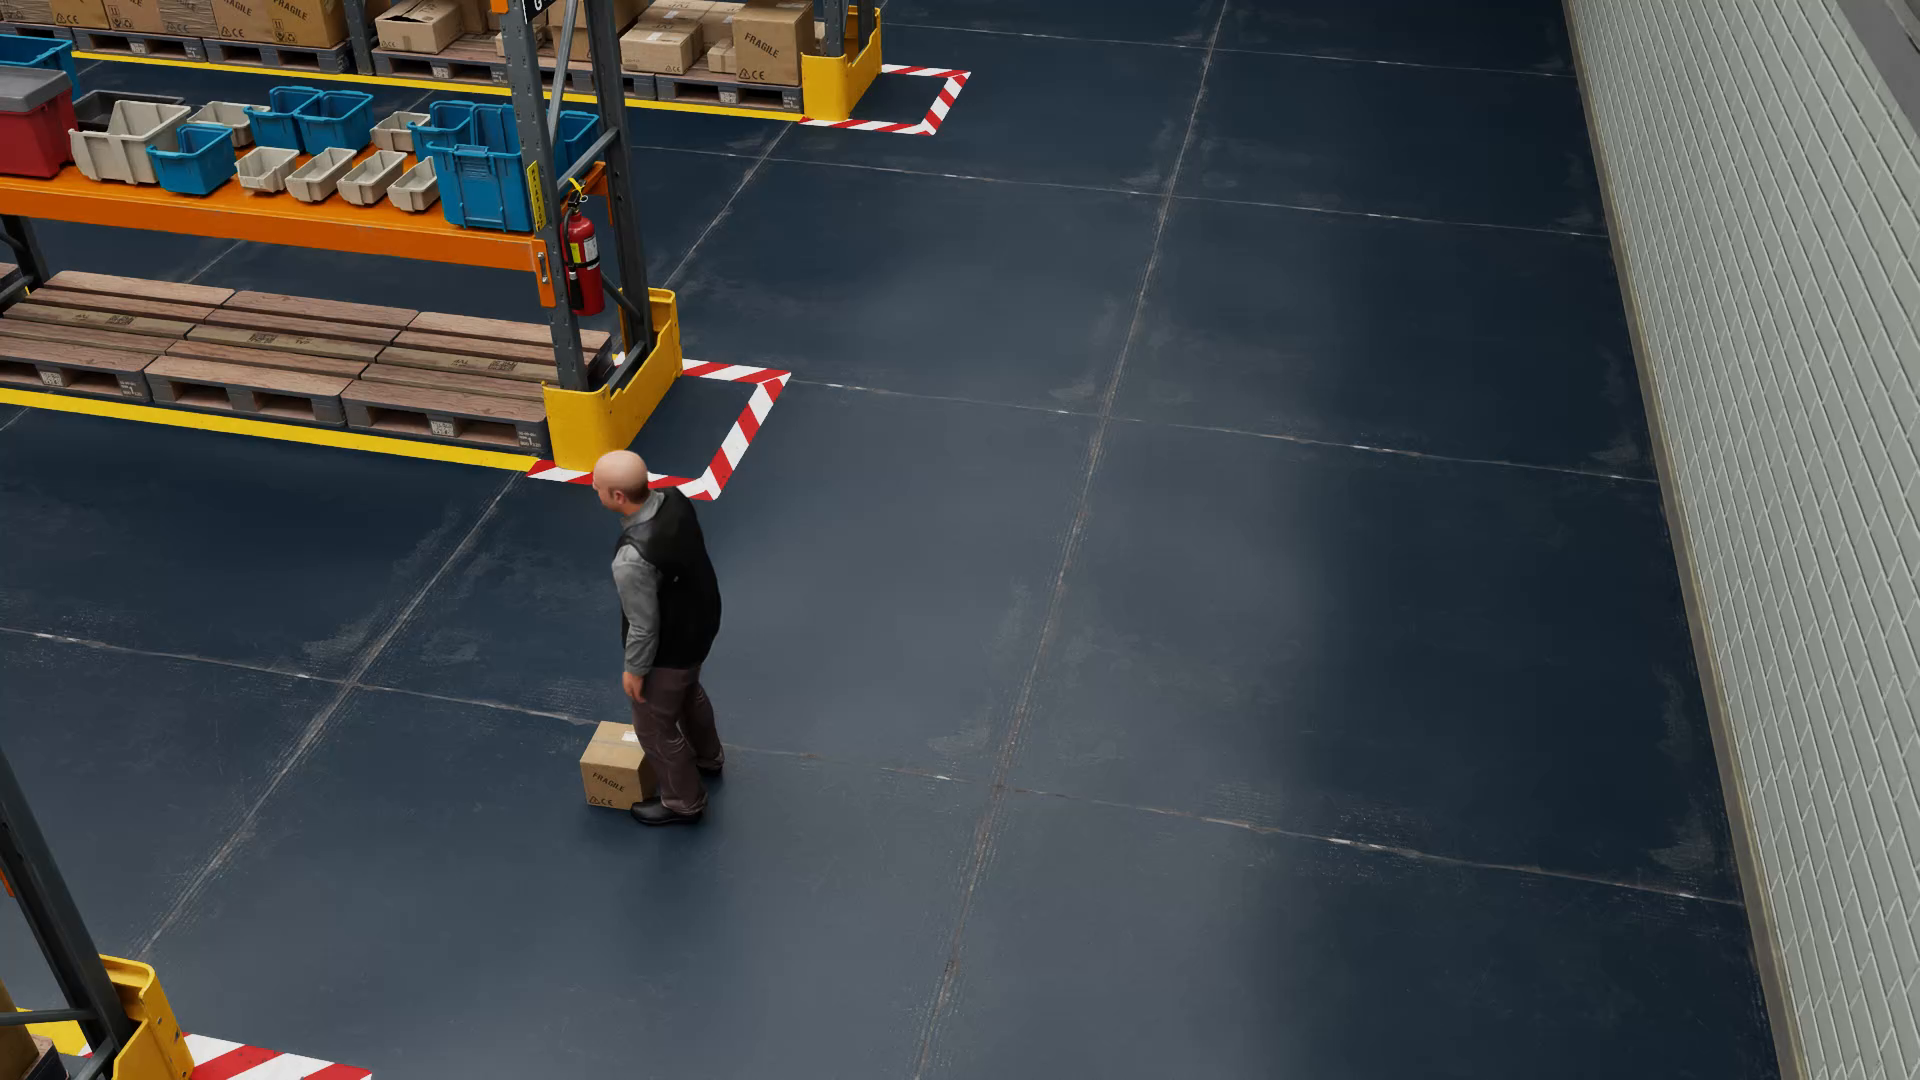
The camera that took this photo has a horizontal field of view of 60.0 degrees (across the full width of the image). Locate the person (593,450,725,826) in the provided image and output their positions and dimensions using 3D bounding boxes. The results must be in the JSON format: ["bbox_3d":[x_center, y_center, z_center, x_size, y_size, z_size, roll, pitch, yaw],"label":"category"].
[{"bbox_3d":[-1.133,0.383,6.465,0.412,1.721,0.582,7,37,10],"label":"person"}]
